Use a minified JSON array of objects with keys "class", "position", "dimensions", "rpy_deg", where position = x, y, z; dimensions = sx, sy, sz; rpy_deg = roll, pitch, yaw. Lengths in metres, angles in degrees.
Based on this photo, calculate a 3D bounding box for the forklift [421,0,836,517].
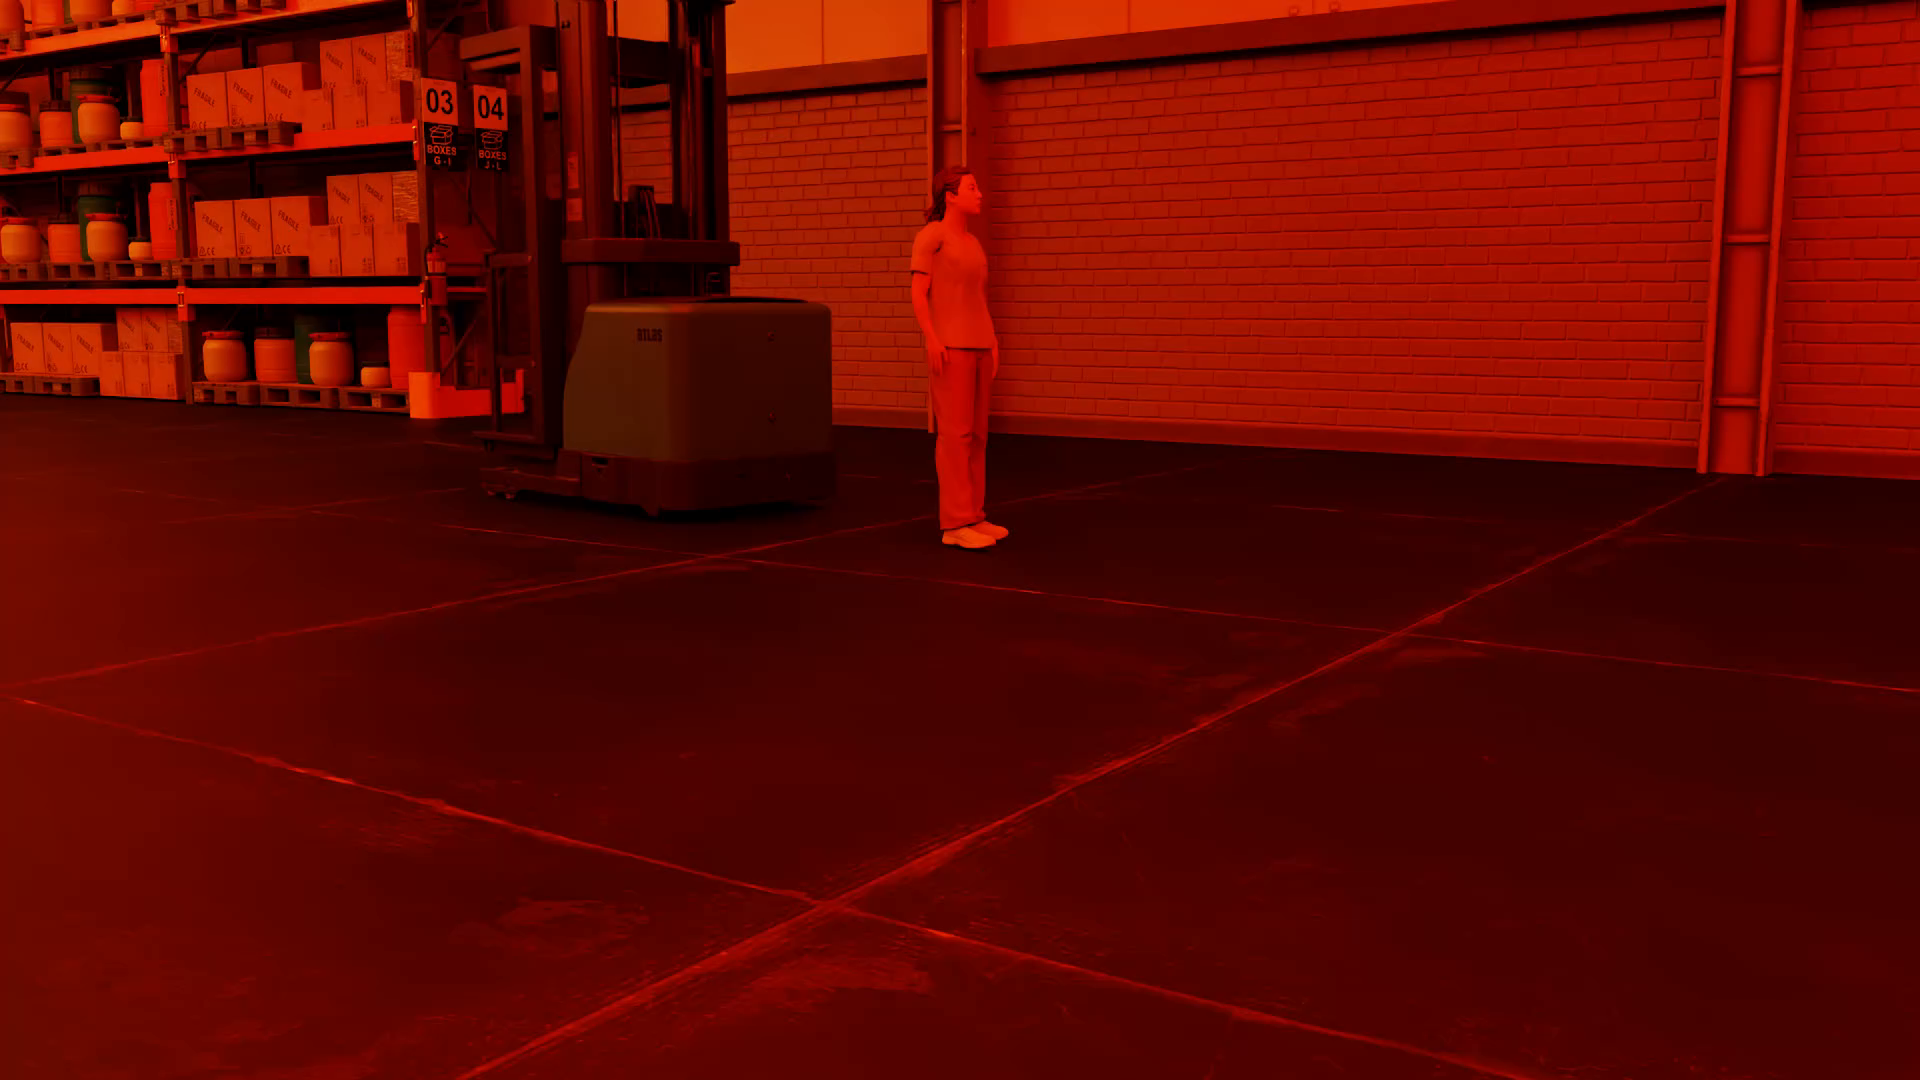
[{"class":"forklift","position":[-2.043,-1.719,9.280],"dimensions":[1.130,2.935,3.031],"rpy_deg":[-8,11,-44]}]

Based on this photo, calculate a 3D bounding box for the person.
[{"class":"person","position":[0.054,-0.830,7.434],"dimensions":[0.549,1.675,0.553],"rpy_deg":[5,10,34]}]
